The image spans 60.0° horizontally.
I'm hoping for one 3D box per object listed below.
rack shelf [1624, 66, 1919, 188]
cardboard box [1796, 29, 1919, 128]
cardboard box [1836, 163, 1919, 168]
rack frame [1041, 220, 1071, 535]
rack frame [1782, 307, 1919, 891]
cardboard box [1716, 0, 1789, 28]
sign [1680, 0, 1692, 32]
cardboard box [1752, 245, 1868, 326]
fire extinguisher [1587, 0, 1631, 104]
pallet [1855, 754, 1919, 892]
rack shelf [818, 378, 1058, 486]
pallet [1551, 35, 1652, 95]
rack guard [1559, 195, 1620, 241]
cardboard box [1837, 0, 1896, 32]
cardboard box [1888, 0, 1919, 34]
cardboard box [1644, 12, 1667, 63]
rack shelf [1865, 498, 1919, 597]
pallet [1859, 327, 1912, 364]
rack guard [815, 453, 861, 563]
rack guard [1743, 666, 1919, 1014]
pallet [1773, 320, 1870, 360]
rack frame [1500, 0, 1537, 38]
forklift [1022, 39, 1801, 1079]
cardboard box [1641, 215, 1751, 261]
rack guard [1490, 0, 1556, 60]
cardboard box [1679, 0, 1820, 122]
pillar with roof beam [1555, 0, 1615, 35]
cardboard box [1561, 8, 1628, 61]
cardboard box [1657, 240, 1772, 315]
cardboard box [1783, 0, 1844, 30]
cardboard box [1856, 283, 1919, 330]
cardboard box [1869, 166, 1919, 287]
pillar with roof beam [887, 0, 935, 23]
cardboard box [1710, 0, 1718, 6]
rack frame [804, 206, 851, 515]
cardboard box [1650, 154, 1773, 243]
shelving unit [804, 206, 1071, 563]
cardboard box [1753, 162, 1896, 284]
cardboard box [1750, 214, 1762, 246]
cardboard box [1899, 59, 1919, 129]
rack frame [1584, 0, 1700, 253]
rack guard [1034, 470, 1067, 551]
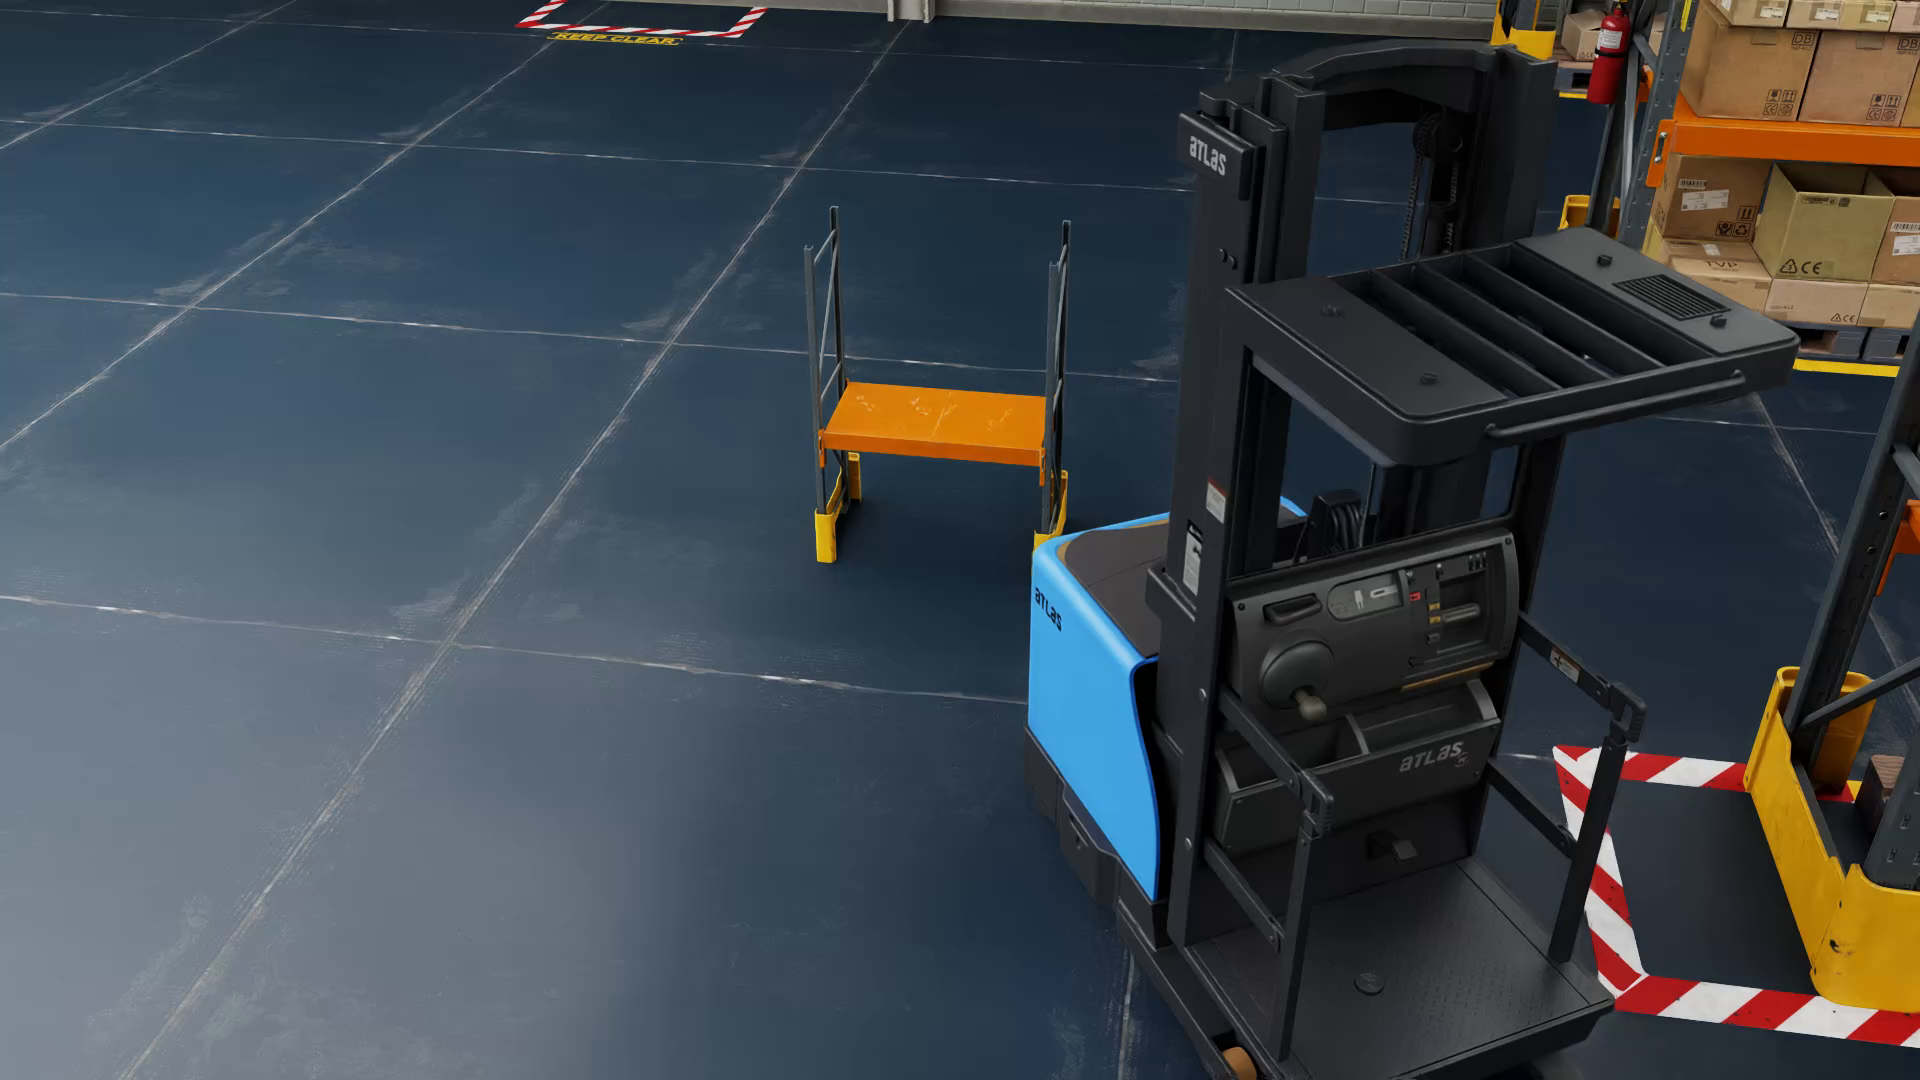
[{"bbox_3d":[5.770,-2.159,9.050,4.000,0.370,1.077,5,32,8],"label":"rack shelf"},{"bbox_3d":[4.775,-2.592,8.970,0.500,0.500,0.700,6,33,9],"label":"cardboard box"},{"bbox_3d":[5.365,-1.999,9.605,0.500,0.500,0.500,5,32,8],"label":"cardboard box"},{"bbox_3d":[0.417,-0.598,7.292,0.032,1.500,0.500,5,32,8],"label":"rack frame"},{"bbox_3d":[2.961,-0.052,5.006,0.127,3.000,1.000,5,32,8],"label":"rack frame"},{"bbox_3d":[4.149,-2.812,8.710,0.250,0.149,0.380,5,32,8],"label":"cardboard box"},{"bbox_3d":[3.699,-2.753,8.431,0.005,0.325,0.100,5,32,8],"label":"sign"},{"bbox_3d":[4.783,-1.448,9.432,0.500,0.250,0.500,5,32,8],"label":"cardboard box"},{"bbox_3d":[3.760,-2.863,9.570,0.183,0.674,0.296,5,32,8],"label":"fire extinguisher"},{"bbox_3d":[3.844,1.187,5.654,1.213,0.211,1.003,5,32,8],"label":"pallet"},{"bbox_3d":[-0.084,-0.491,7.460,1.000,0.185,0.538,5,32,8],"label":"rack shelf"},{"bbox_3d":[5.498,-3.954,13.868,1.213,0.211,1.003,5,32,8],"label":"pallet"},{"bbox_3d":[3.774,-1.585,9.811,0.348,0.500,1.175,5,32,8],"label":"rack guard"},{"bbox_3d":[4.655,-2.767,8.638,0.250,0.149,0.380,5,32,8],"label":"cardboard box"},{"bbox_3d":[4.903,-2.743,8.600,0.250,0.149,0.380,5,32,7],"label":"cardboard box"},{"bbox_3d":[5.857,-4.121,13.625,0.500,0.311,0.500,8,33,12],"label":"cardboard box"},{"bbox_3d":[4.933,0.431,4.912,4.000,0.370,1.077,5,32,8],"label":"rack shelf"},{"bbox_3d":[5.758,-1.304,9.634,1.213,0.211,1.003,5,32,8],"label":"pallet"},{"bbox_3d":[-0.566,-0.157,7.766,0.087,0.250,0.587,5,32,8],"label":"rack guard"},{"bbox_3d":[3.044,0.990,5.698,0.348,0.500,1.175,5,32,8],"label":"rack guard"},{"bbox_3d":[4.559,-1.414,9.810,1.213,0.211,1.003,5,32,8],"label":"pallet"},{"bbox_3d":[4.628,-5.234,13.284,0.127,3.000,1.000,5,32,8],"label":"rack frame"},{"bbox_3d":[1.261,0.297,4.513,1.130,2.935,3.031,-12,34,-19],"label":"forklift"},{"bbox_3d":[4.376,-1.762,9.933,0.500,0.250,0.500,5,32,8],"label":"cardboard box"},{"bbox_3d":[4.703,-4.167,13.936,0.348,0.500,1.175,5,32,8],"label":"rack guard"},{"bbox_3d":[4.256,-2.636,9.041,0.500,0.500,0.700,5,32,8],"label":"cardboard box"},{"bbox_3d":[4.739,-5.915,8.718,0.400,9.000,9.100,5,32,8],"label":"pillar with roof beam"},{"bbox_3d":[5.295,-4.171,13.707,0.500,0.311,0.500,2,32,3],"label":"cardboard box"},{"bbox_3d":[4.289,-1.491,9.500,0.500,0.250,0.500,5,32,8],"label":"cardboard box"},{"bbox_3d":[4.409,-2.790,8.674,0.250,0.149,0.380,4,32,7],"label":"cardboard box"},{"bbox_3d":[5.276,-1.403,9.360,0.500,0.250,0.500,5,32,8],"label":"cardboard box"},{"bbox_3d":[5.278,-1.727,9.171,0.500,0.500,0.500,5,32,8],"label":"cardboard box"},{"bbox_3d":[-1.175,-6.450,9.574,0.400,9.000,9.100,5,32,8],"label":"pillar with roof beam"},{"bbox_3d":[4.207,-3.025,9.050,0.250,0.149,0.380,5,32,7],"label":"cardboard box"},{"bbox_3d":[-0.585,-0.689,7.437,0.032,1.500,0.500,5,32,8],"label":"rack frame"},{"bbox_3d":[4.377,-2.081,9.736,0.500,0.500,0.500,5,32,8],"label":"cardboard box"},{"bbox_3d":[-0.075,-0.643,7.363,1.083,1.500,0.587,5,32,8],"label":"shelving unit"},{"bbox_3d":[4.782,-1.765,9.231,0.500,0.500,0.500,5,32,8],"label":"cardboard box"},{"bbox_3d":[4.871,-1.723,9.872,0.500,0.250,0.500,5,32,8],"label":"cardboard box"},{"bbox_3d":[5.263,-2.545,8.894,0.500,0.500,0.700,5,32,9],"label":"cardboard box"},{"bbox_3d":[3.798,-2.642,9.144,0.127,3.000,1.000,5,32,8],"label":"rack frame"},{"bbox_3d":[0.416,-0.068,7.624,0.087,0.250,0.587,5,32,8],"label":"rack guard"}]
